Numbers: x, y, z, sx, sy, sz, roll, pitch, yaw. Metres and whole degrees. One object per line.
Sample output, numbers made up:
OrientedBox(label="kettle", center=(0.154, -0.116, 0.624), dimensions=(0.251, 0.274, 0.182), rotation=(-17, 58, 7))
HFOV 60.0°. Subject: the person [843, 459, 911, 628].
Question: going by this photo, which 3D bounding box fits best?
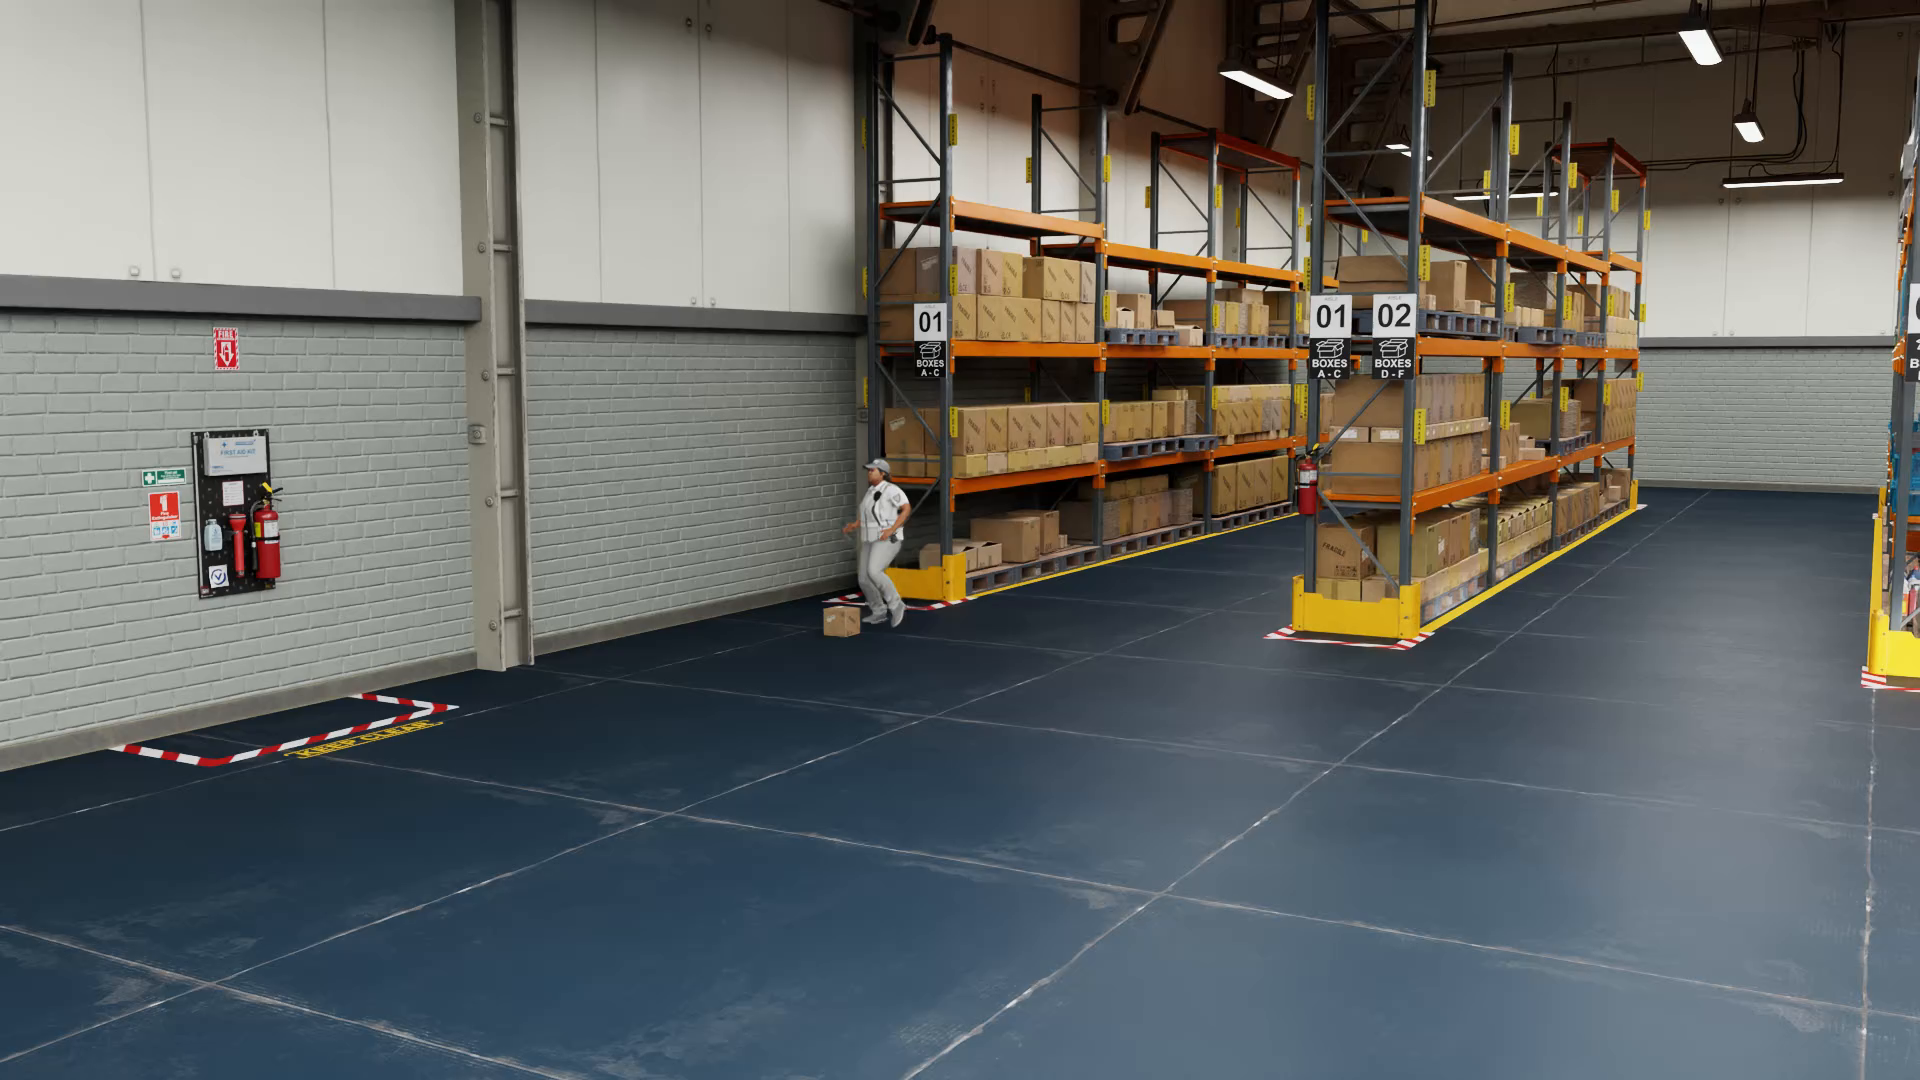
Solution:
OrientedBox(label="person", center=(-0.804, 0.034, 16.182), dimensions=(0.533, 1.633, 0.781), rotation=(-5, 8, -41))
